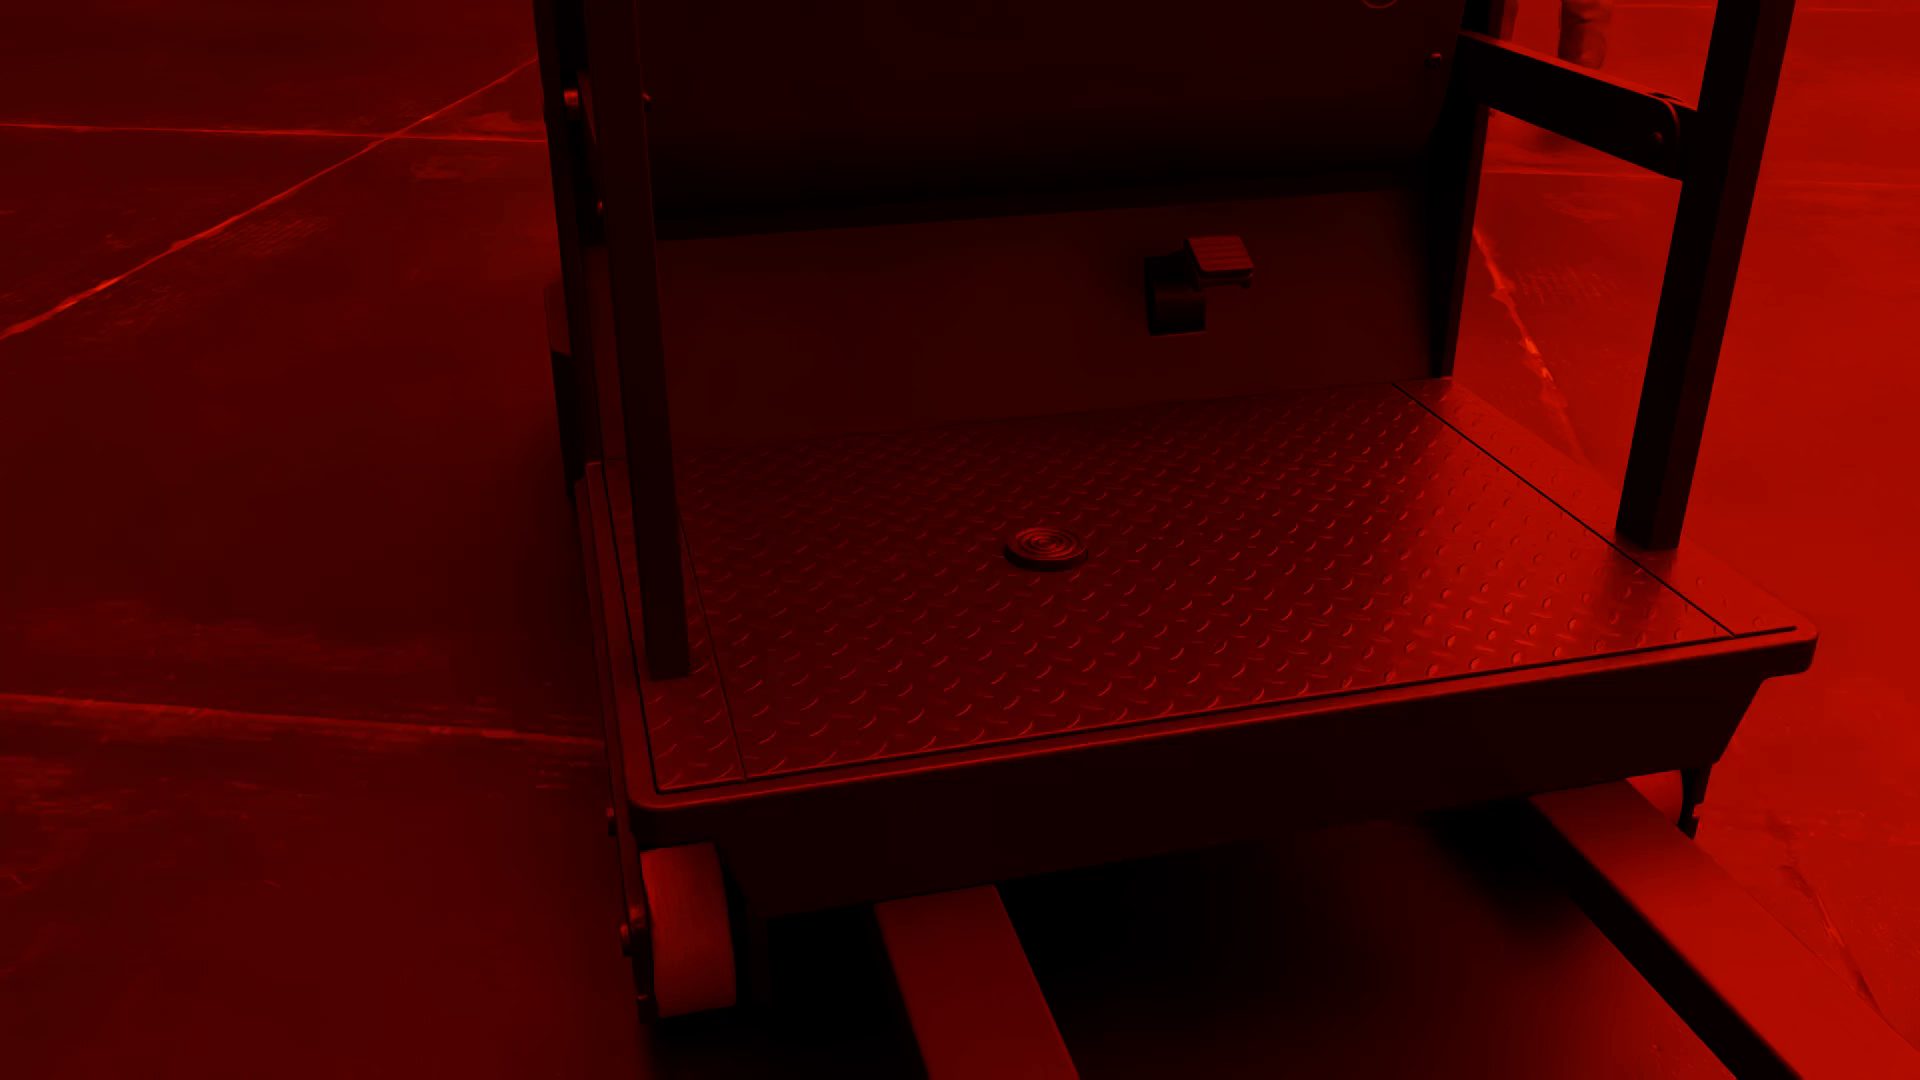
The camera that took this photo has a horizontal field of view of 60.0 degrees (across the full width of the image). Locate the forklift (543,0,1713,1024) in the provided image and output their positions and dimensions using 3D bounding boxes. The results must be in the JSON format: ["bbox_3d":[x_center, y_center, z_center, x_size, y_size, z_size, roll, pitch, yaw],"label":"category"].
[{"bbox_3d":[0.016,-1.245,1.812,1.129,2.843,1.939,-7,27,-13],"label":"forklift"}]

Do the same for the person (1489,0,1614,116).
[{"bbox_3d":[1.715,-2.073,4.711,0.659,1.784,0.508,3,27,7],"label":"person"}]
